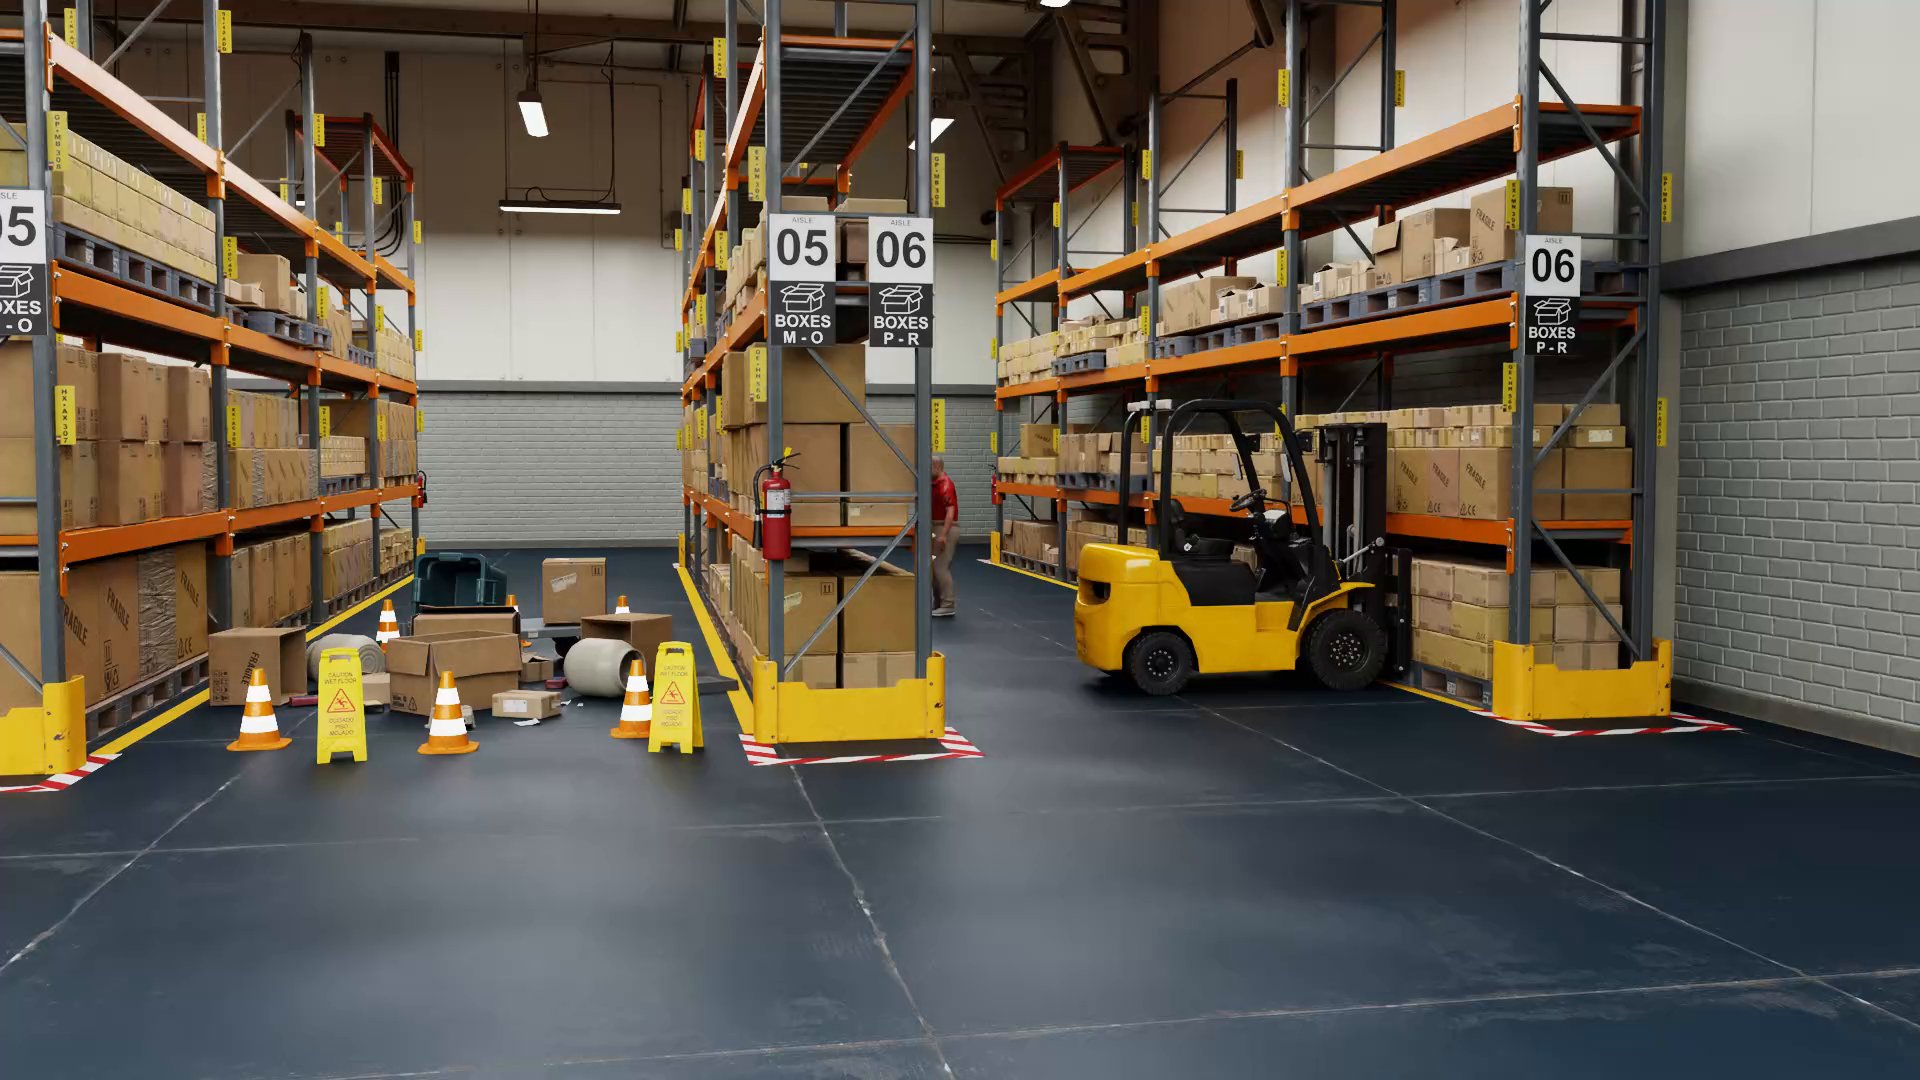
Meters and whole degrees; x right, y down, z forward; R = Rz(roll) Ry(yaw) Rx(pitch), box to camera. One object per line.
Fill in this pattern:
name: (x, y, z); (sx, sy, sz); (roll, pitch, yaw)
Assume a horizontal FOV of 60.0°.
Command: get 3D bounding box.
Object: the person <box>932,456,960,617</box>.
person: (-0.210, -0.045, 18.075); (0.384, 1.727, 0.595); (-1, 3, -13)
